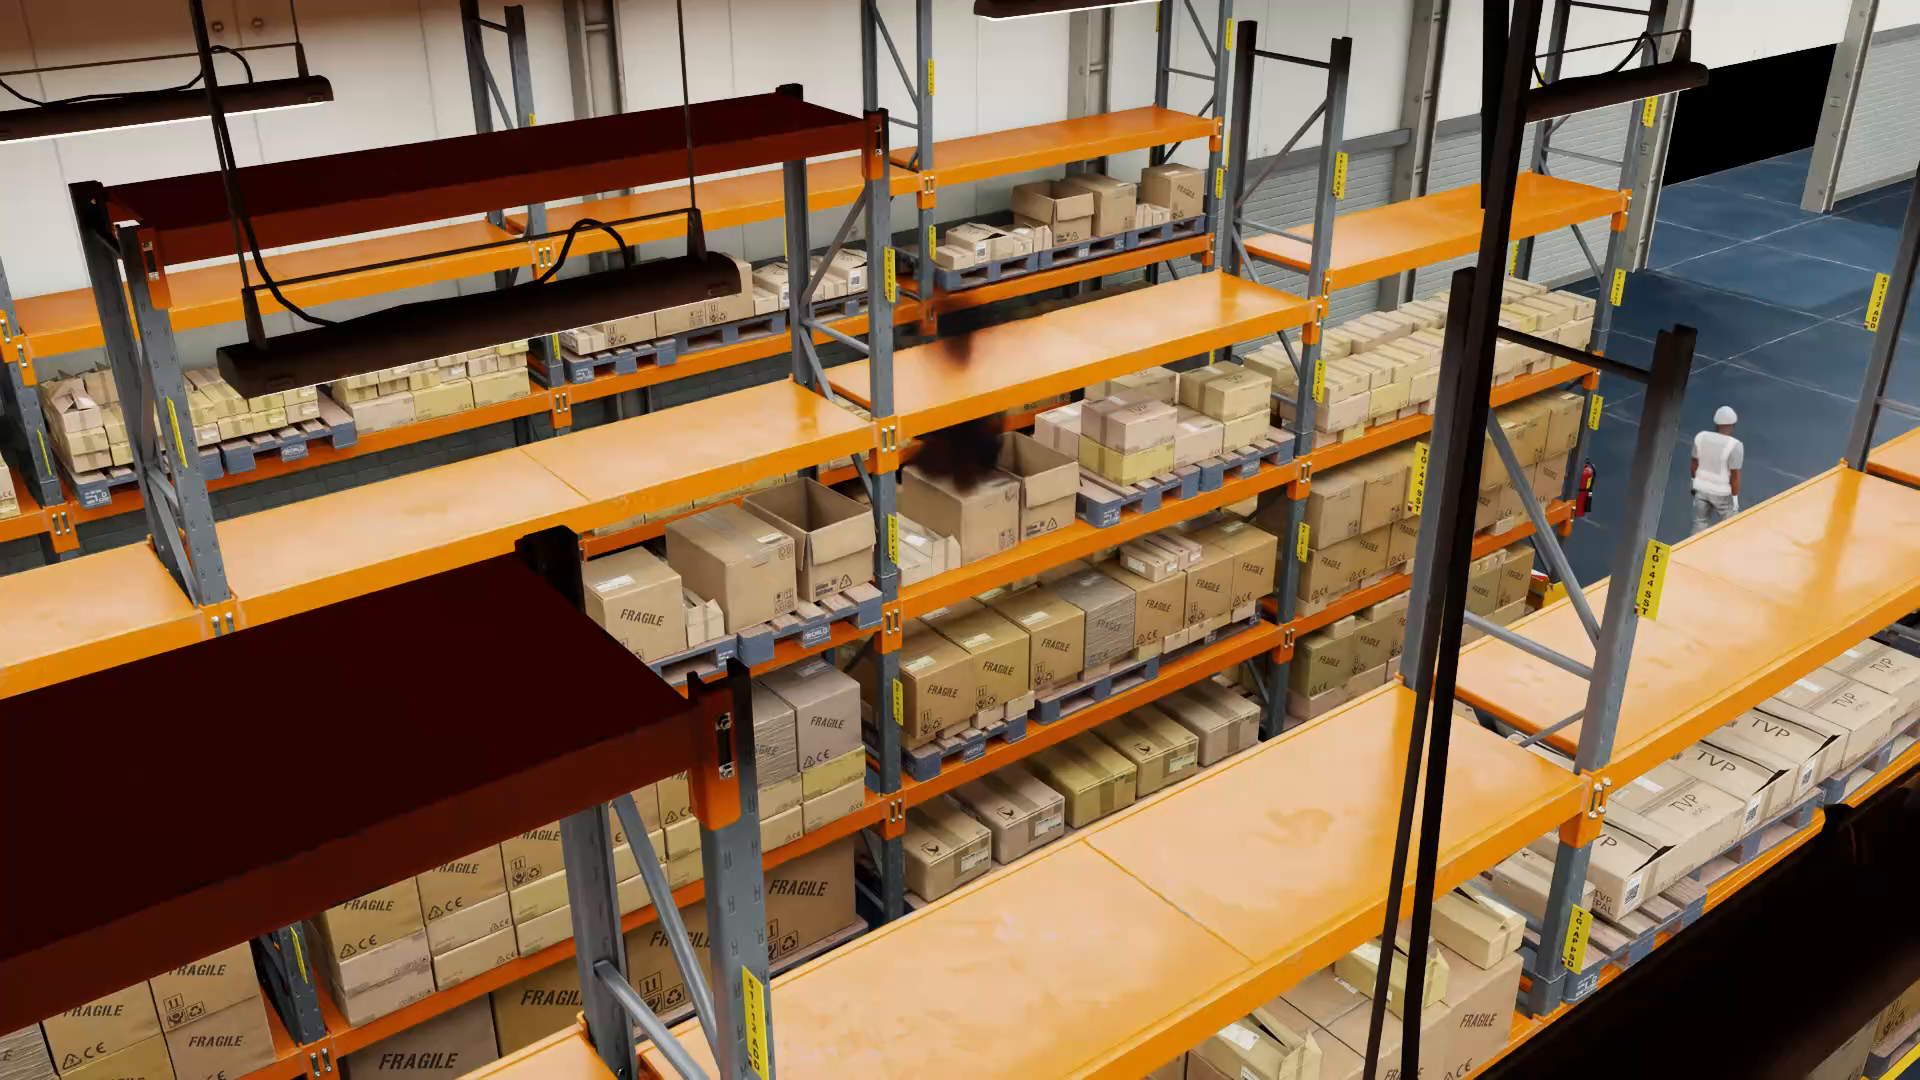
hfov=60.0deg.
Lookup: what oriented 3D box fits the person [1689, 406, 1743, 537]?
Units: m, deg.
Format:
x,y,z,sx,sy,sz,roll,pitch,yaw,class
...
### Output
x,y,z,sx,sy,sz,roll,pitch,yaw,class
7.734,-0.503,17.105,0.463,1.775,0.623,-18,32,-33,person
